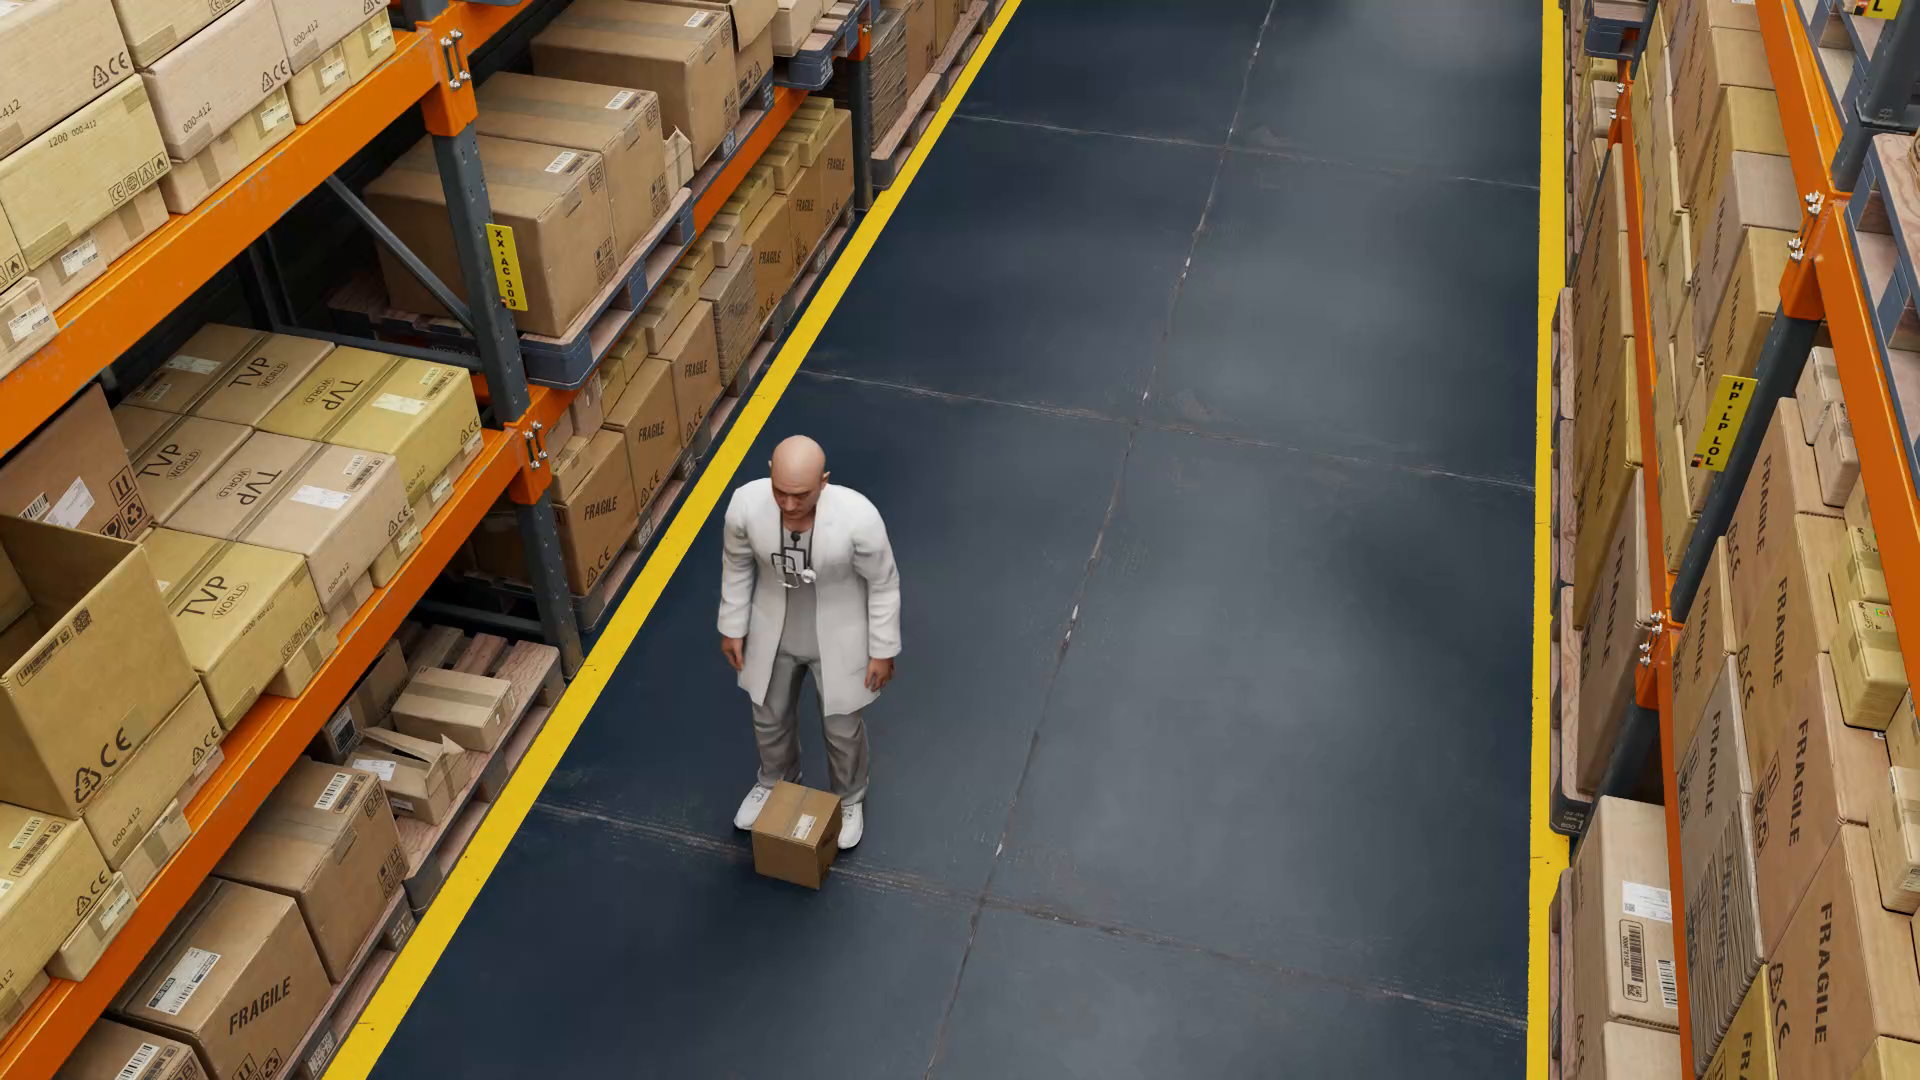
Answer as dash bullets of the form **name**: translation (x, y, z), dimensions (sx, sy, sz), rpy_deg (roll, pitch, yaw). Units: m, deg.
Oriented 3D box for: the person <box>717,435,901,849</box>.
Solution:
- **person**: translation (-0.519, 0.342, 5.768), dimensions (0.656, 1.775, 0.418), rpy_deg (8, 41, 9)
